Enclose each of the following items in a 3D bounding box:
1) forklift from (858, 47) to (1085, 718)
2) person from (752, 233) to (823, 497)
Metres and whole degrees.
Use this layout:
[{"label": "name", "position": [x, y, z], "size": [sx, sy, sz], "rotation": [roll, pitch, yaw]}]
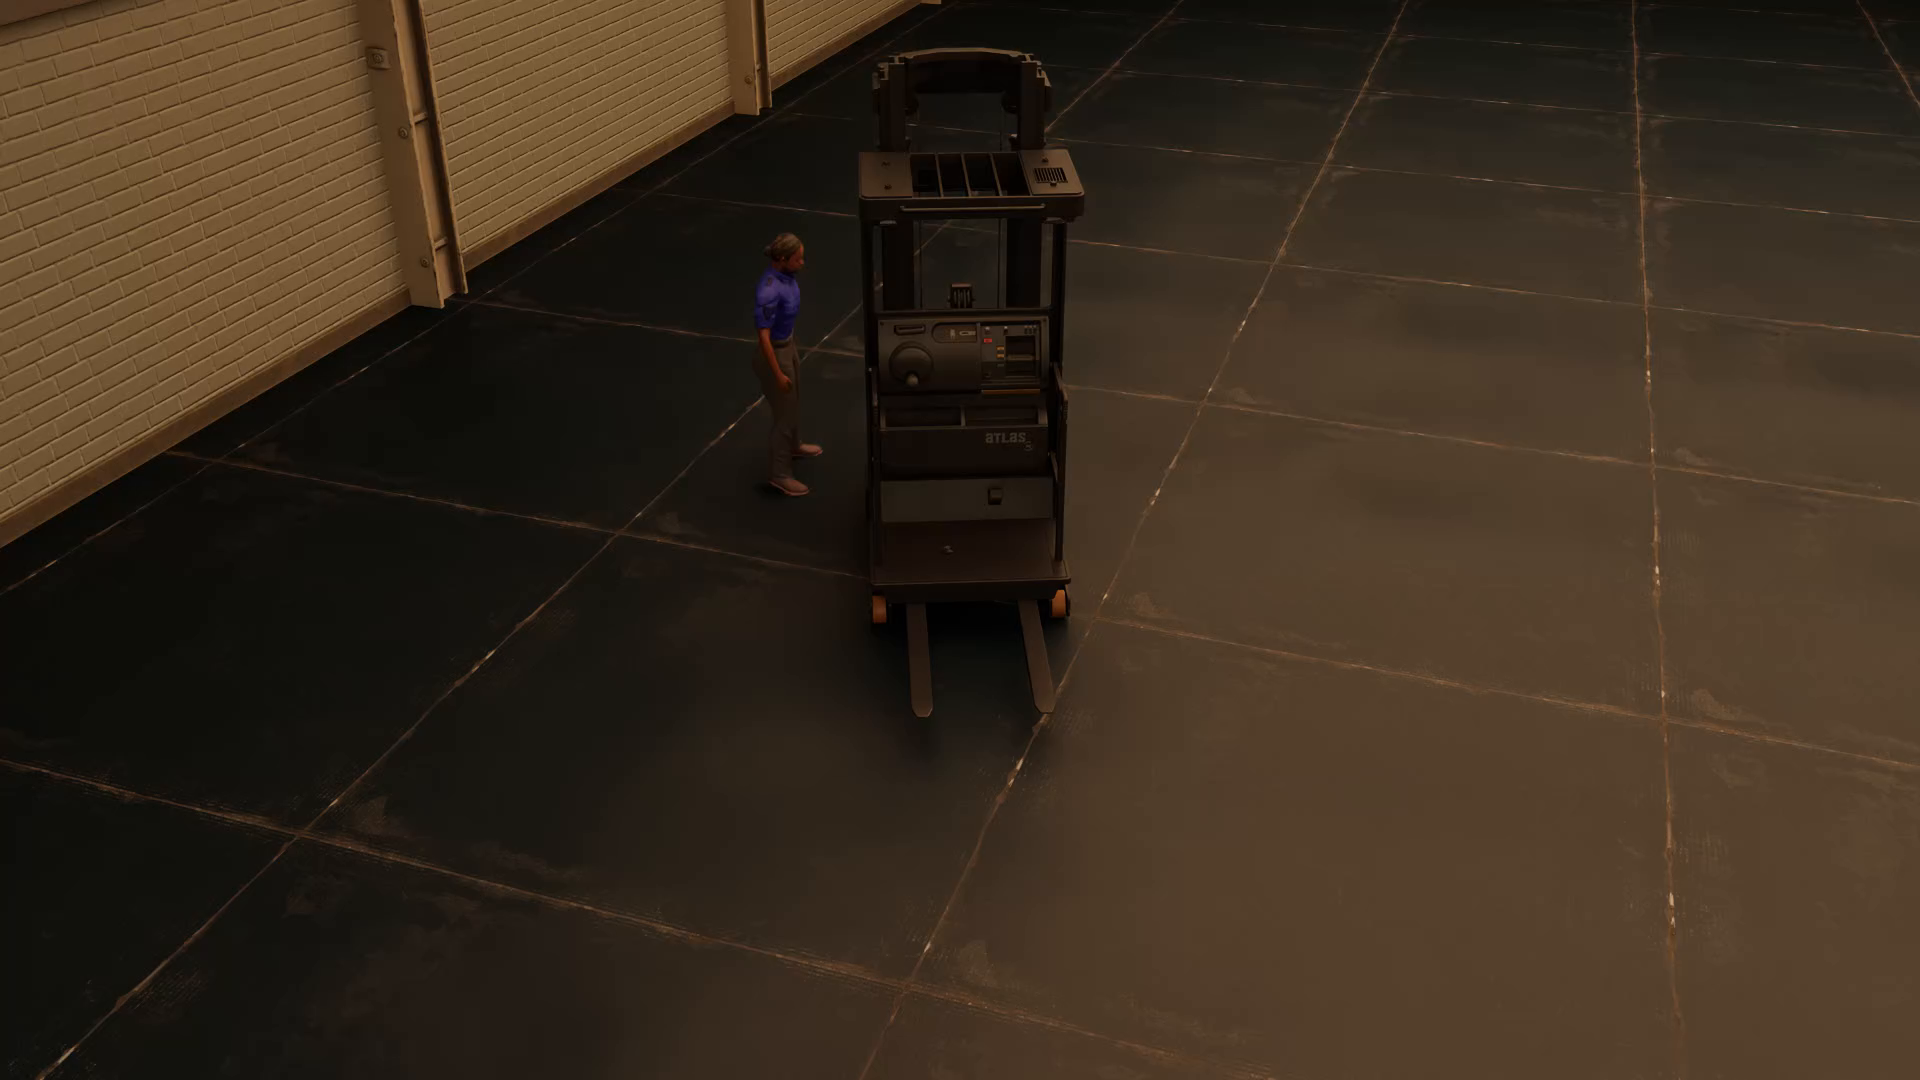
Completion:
[{"label": "forklift", "position": [0.035, -0.972, 8.842], "size": [1.130, 2.935, 3.031], "rotation": [-2, 30, -3]}, {"label": "person", "position": [-1.111, -1.150, 10.462], "size": [0.359, 1.655, 0.700], "rotation": [3, 30, 6]}]
